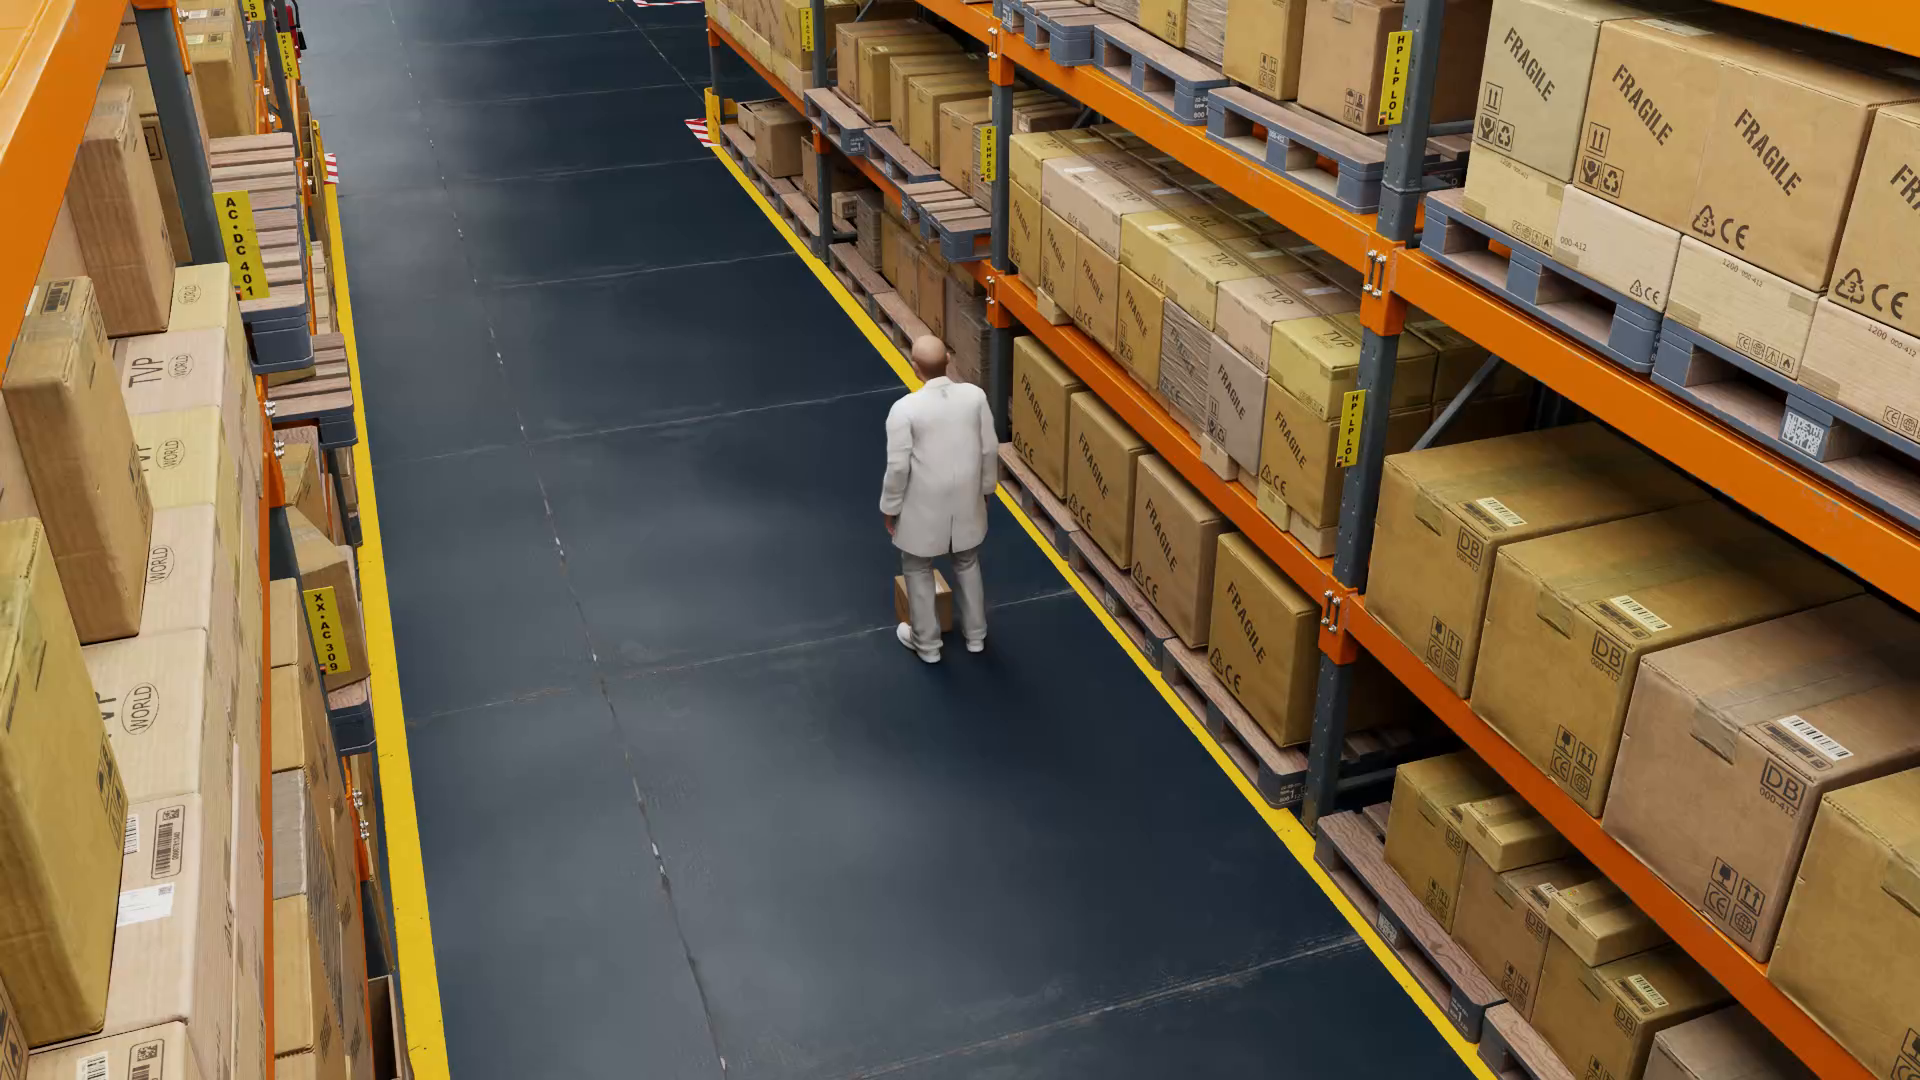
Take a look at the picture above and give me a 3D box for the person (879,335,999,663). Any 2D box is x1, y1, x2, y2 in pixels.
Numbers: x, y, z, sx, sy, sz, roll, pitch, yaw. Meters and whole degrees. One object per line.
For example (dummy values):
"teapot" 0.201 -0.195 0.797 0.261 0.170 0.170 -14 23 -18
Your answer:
"person" -0.110 -0.174 8.522 0.645 1.705 0.429 -12 32 -20
